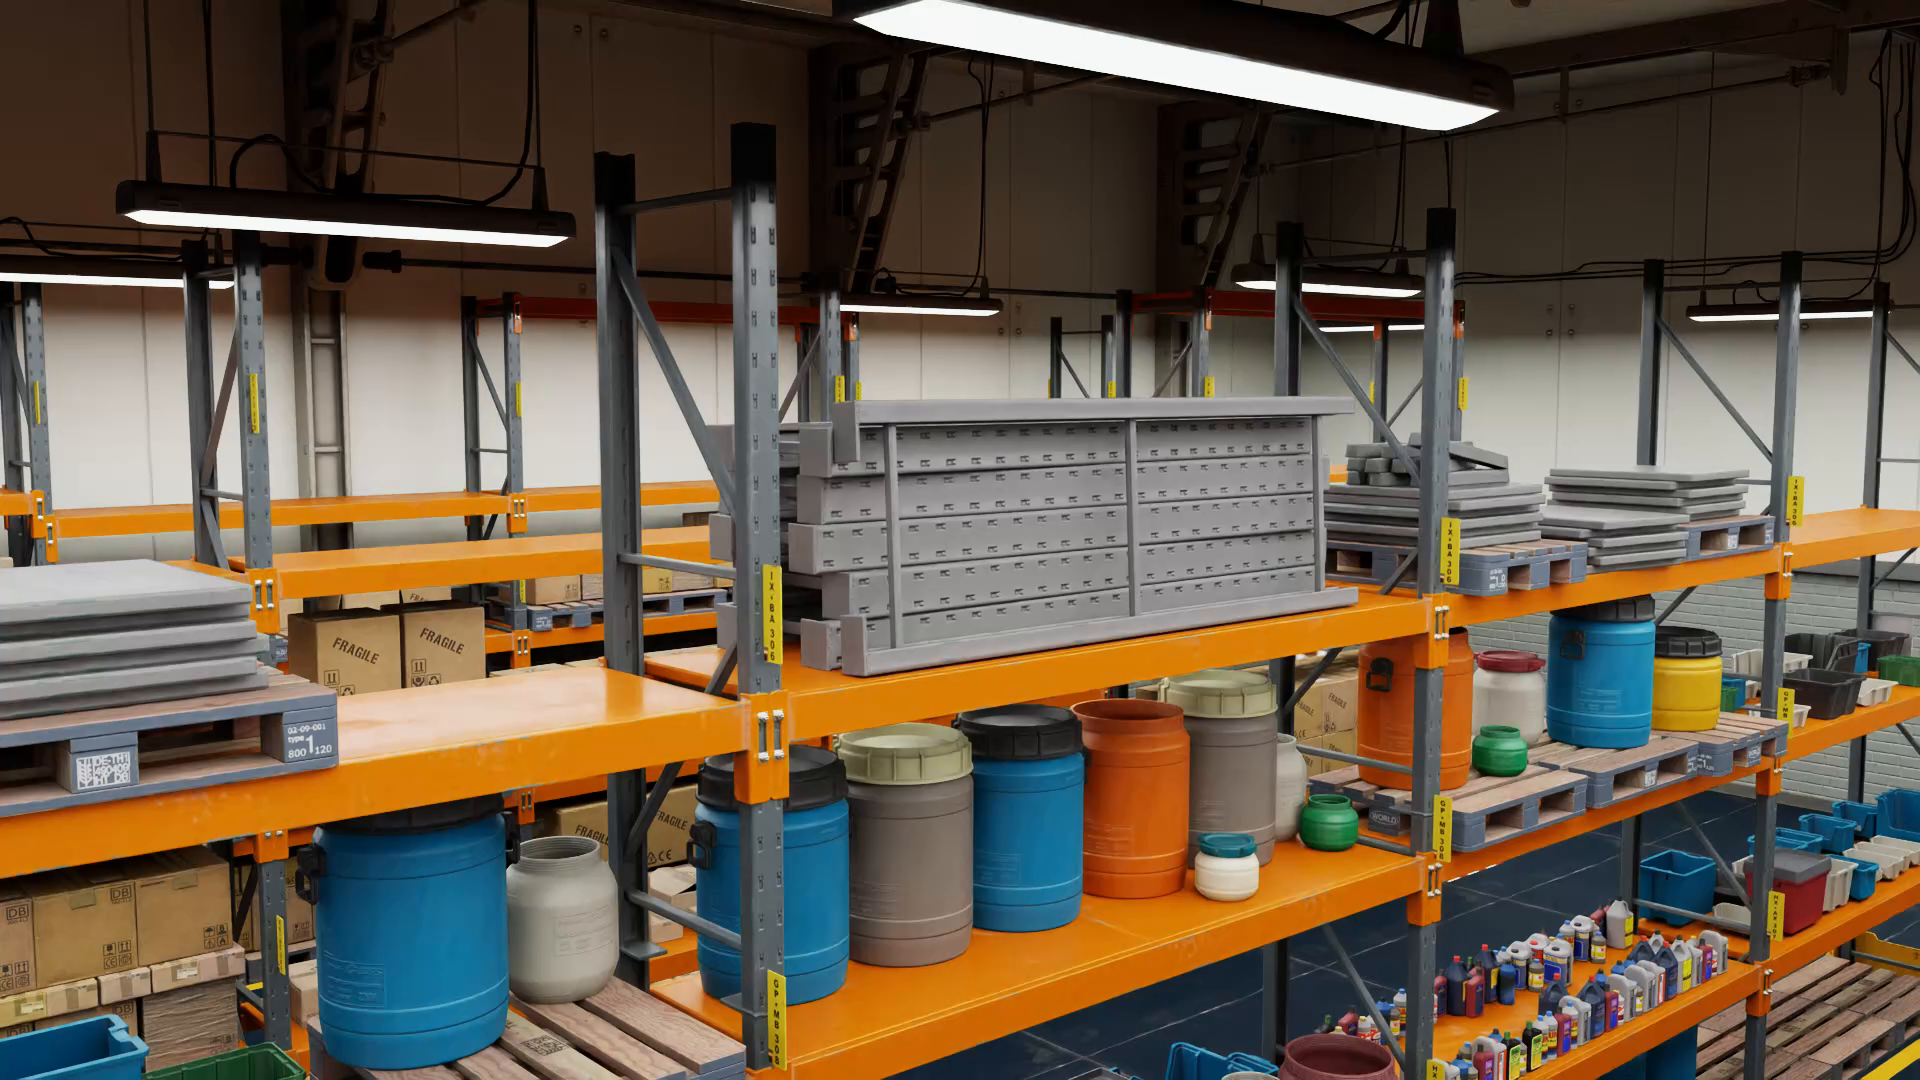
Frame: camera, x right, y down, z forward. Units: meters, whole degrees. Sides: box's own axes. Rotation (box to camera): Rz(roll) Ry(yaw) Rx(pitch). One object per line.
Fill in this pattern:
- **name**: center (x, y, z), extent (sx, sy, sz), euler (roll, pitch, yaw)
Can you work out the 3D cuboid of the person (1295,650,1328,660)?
- **person**: center (4.862, 2.105, 23.086), extent (0.545, 1.755, 0.915), euler (0, 5, -2)
